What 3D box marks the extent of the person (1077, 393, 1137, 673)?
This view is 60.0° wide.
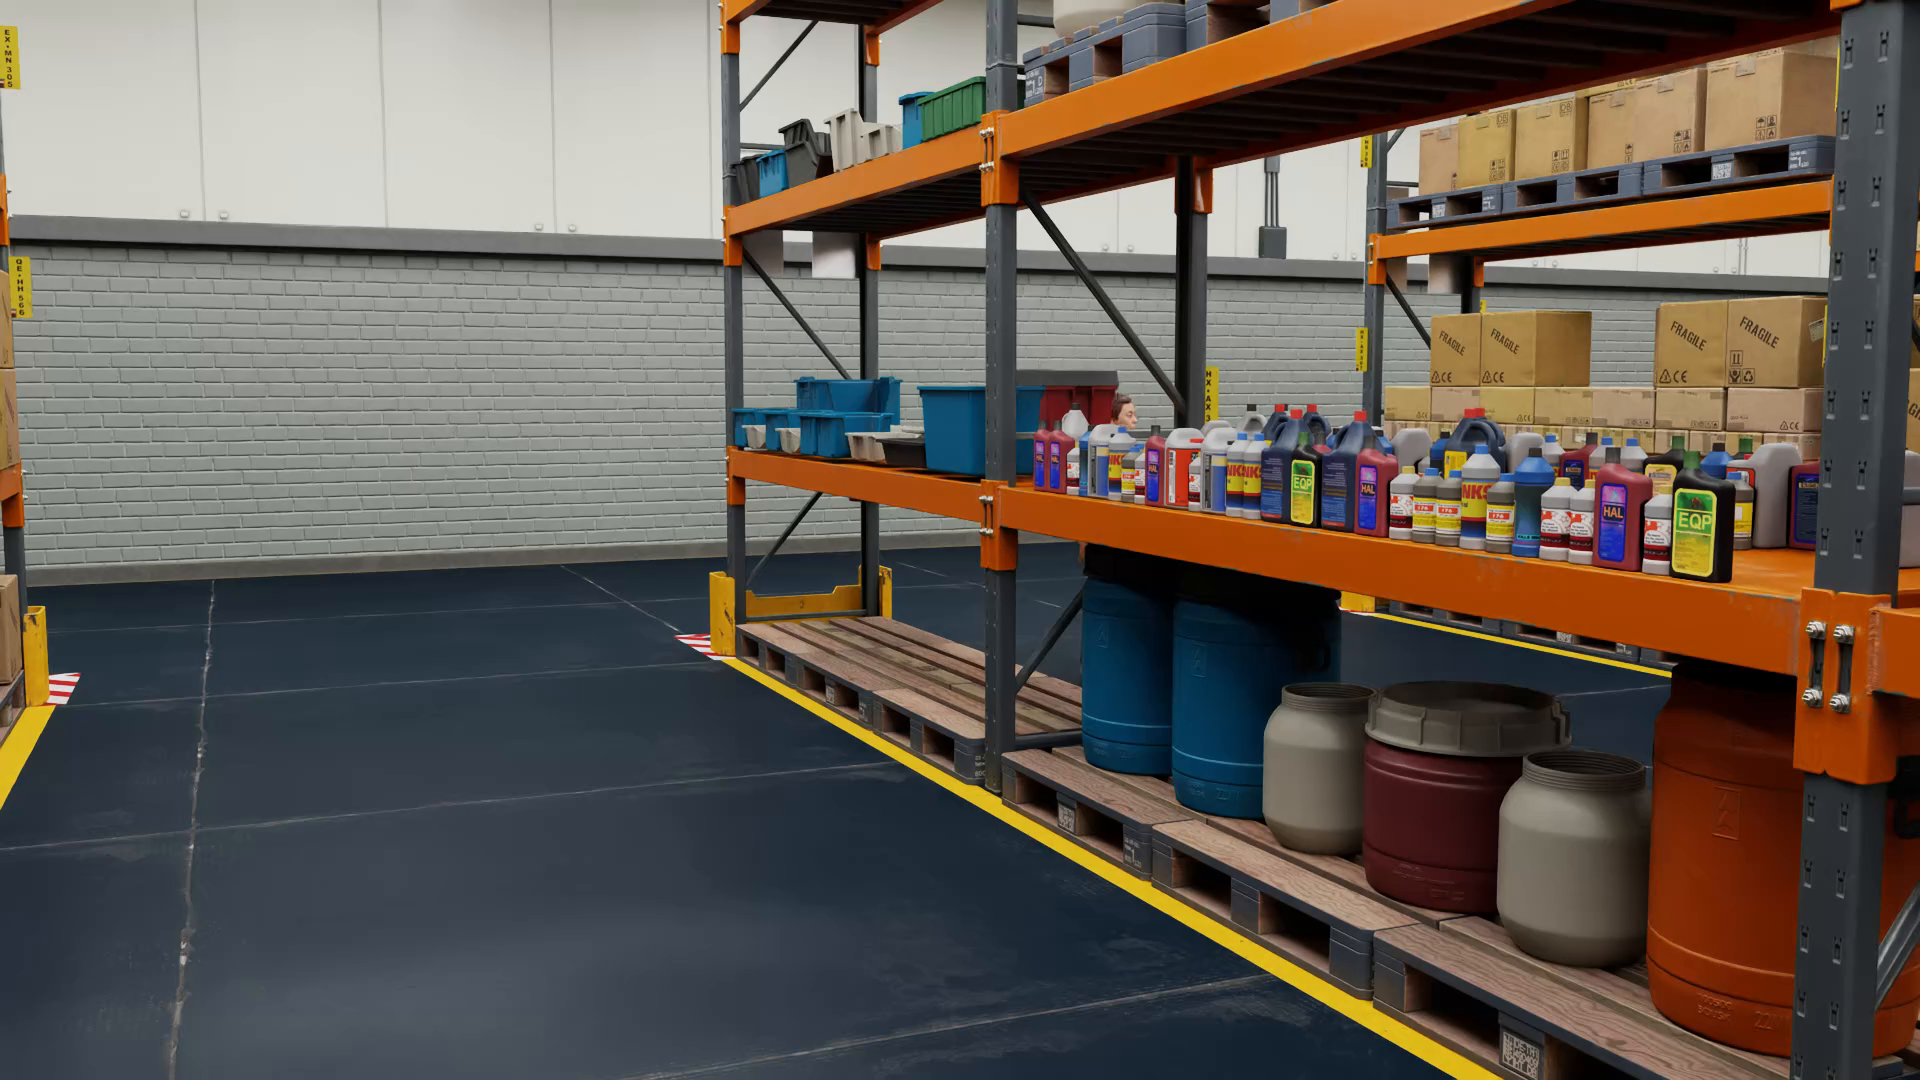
[{"bbox_3d":[1.037,-0.003,9.404,0.853,1.644,0.469,4,7,34],"label":"person"}]
